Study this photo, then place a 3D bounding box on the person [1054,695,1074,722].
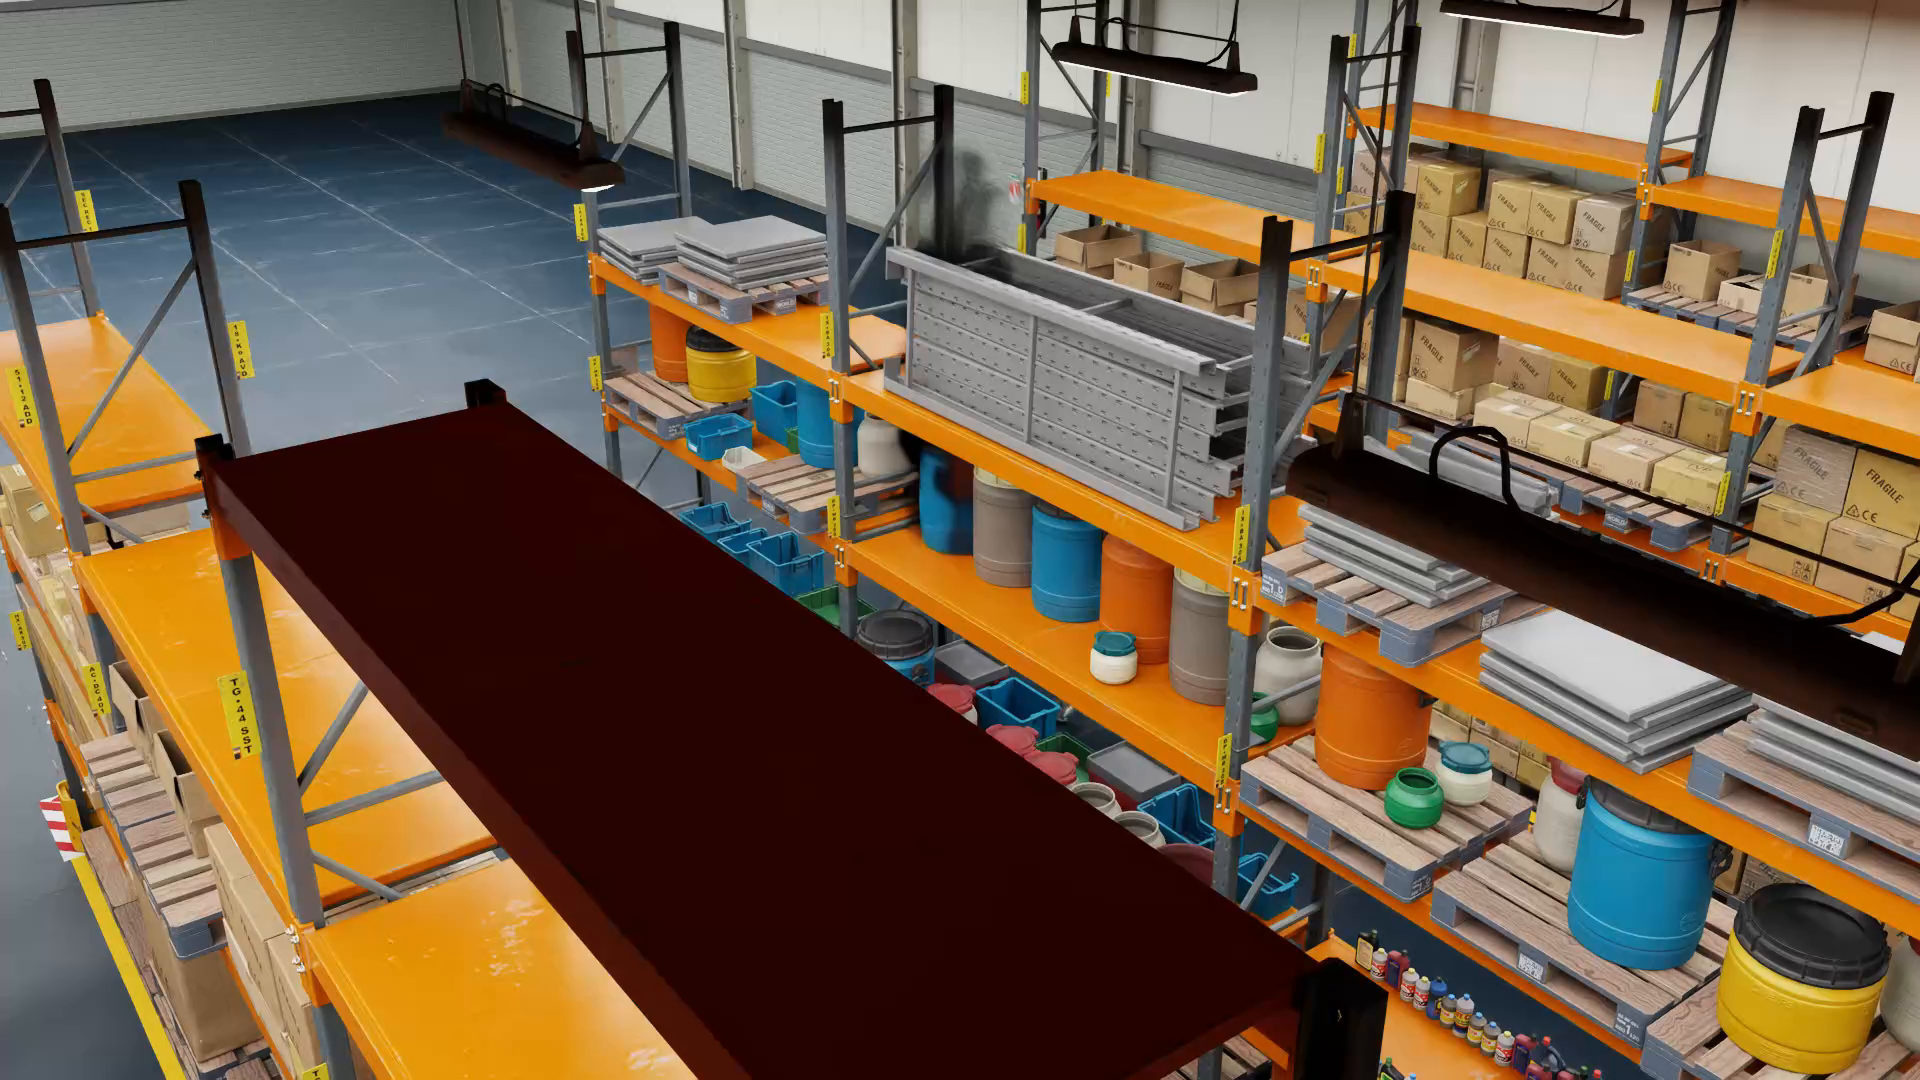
[{"bbox_3d":[0.919,0.918,15.056,0.616,1.660,0.554,-20,32,-37],"label":"person"}]
